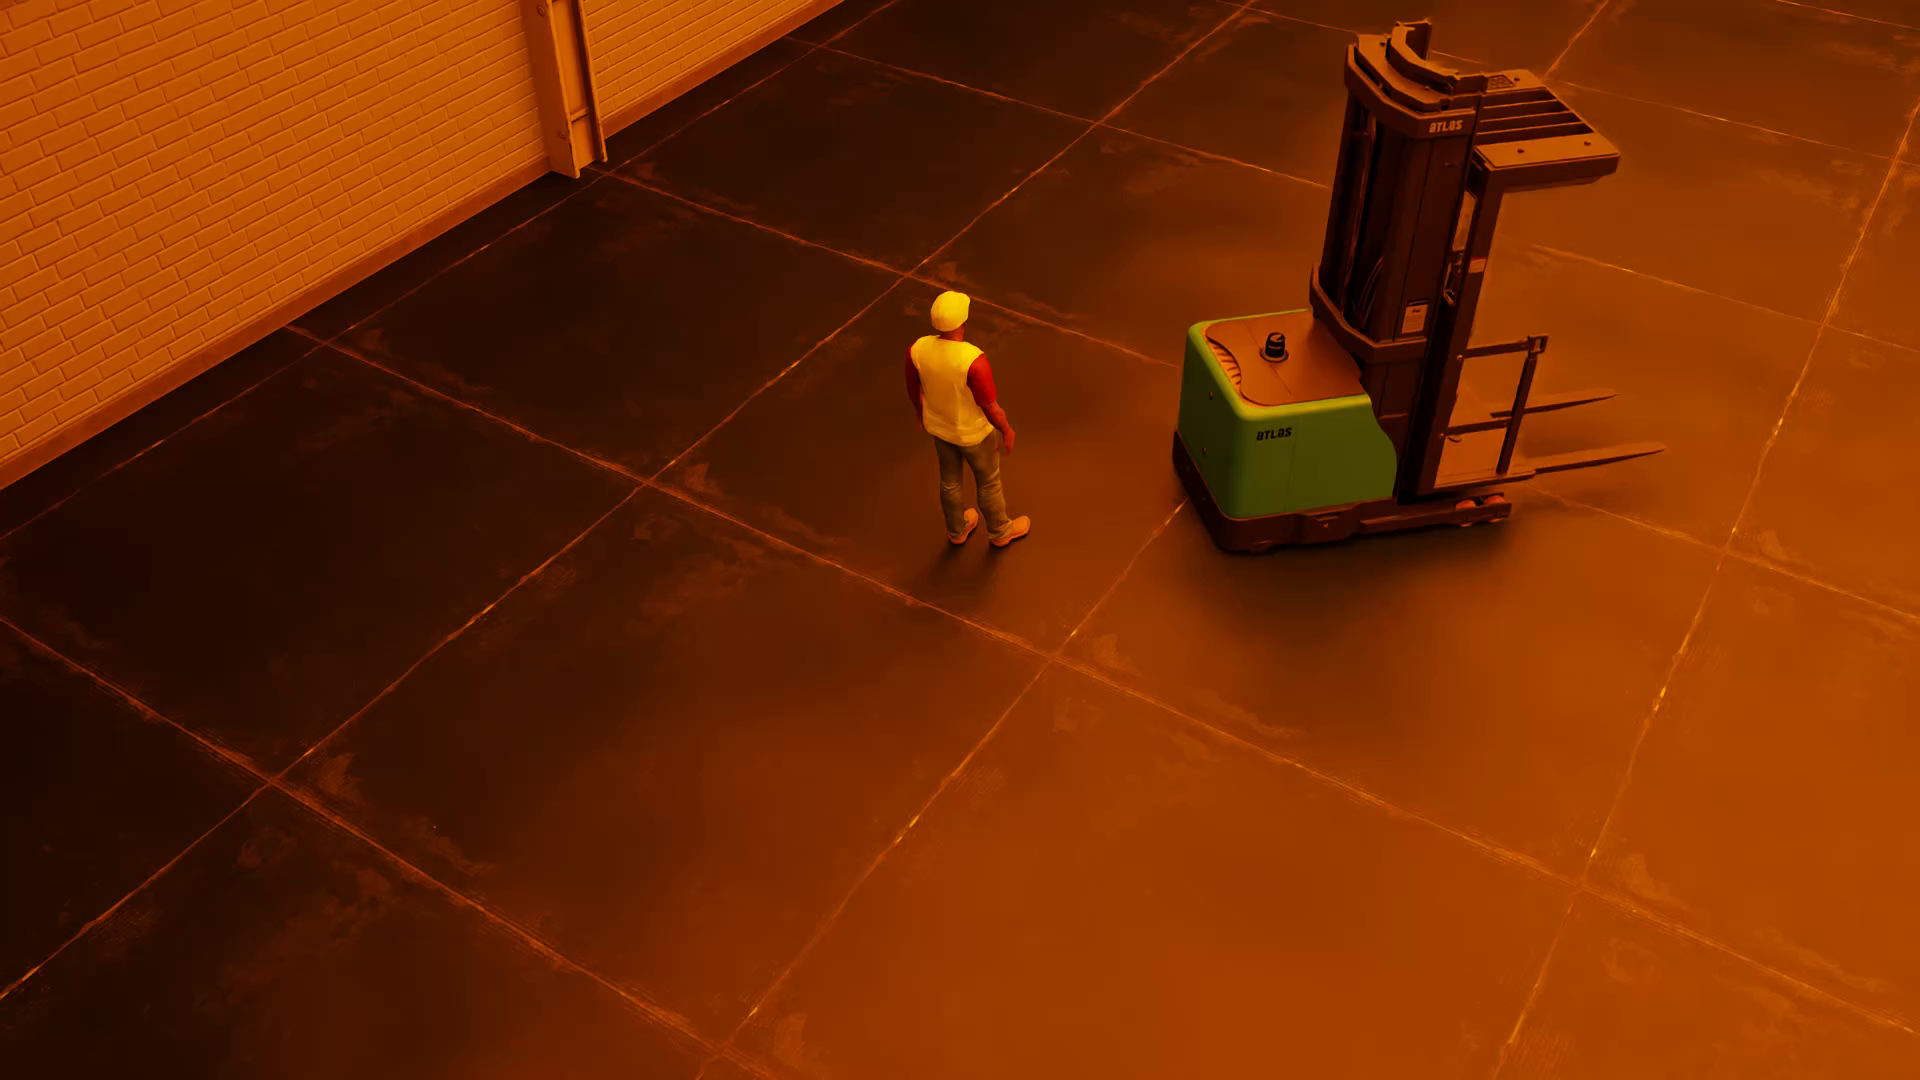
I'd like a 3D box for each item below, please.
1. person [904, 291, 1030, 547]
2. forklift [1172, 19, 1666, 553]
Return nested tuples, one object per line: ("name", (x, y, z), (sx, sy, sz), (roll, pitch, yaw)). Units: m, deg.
("person", (0.042, -0.715, 9.700), (0.665, 1.765, 0.577), (22, 45, 24))
("forklift", (2.943, -1.529, 9.771), (3.031, 2.935, 1.130), (-8, 41, -10))
